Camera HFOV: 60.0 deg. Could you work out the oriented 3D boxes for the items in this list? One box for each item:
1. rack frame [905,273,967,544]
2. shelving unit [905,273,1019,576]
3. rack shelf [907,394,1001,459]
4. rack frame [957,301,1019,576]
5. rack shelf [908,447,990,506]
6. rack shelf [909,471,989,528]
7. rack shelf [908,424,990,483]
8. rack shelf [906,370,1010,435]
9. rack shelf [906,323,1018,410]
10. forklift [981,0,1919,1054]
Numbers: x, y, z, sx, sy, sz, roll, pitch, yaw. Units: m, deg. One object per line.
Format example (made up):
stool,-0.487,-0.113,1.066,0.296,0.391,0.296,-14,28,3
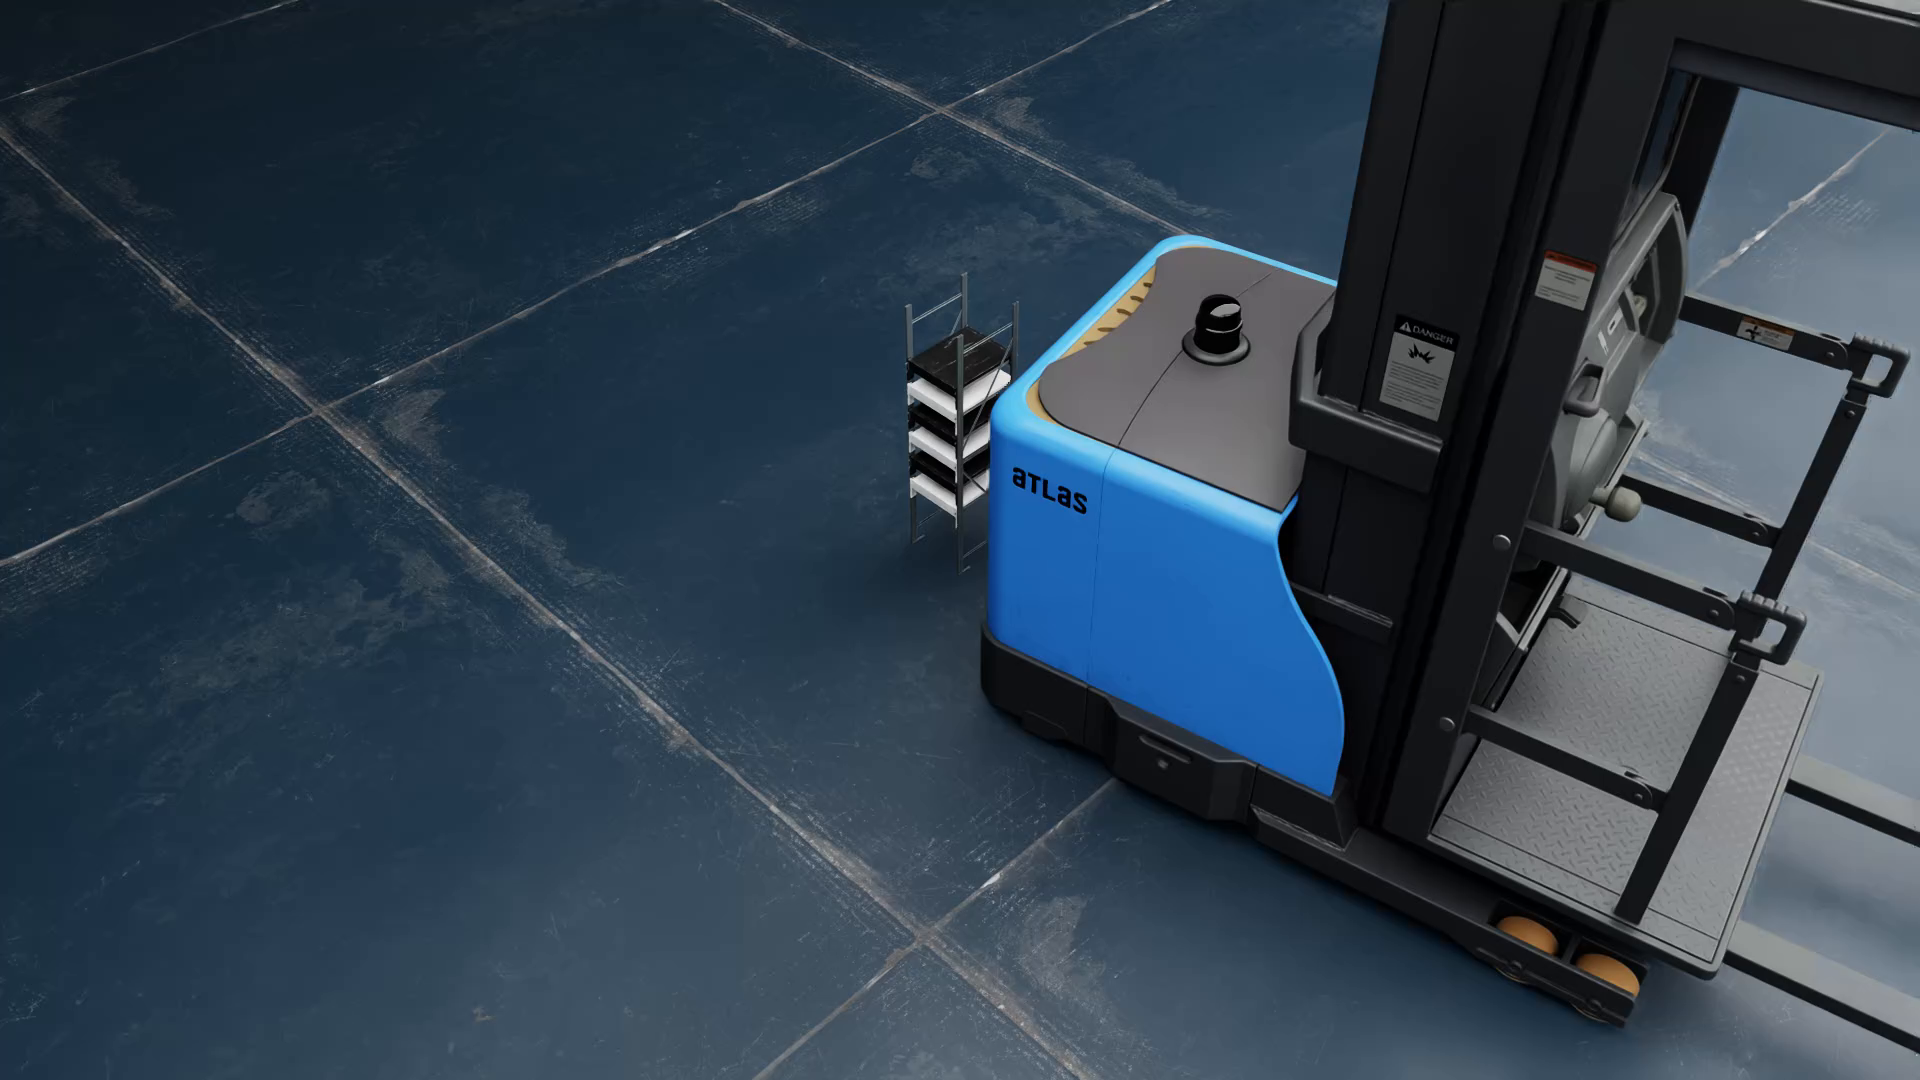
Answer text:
rack frame,-0.066,-0.375,4.993,0.240,0.900,0.006,-34,53,-31
shelving unit,0.006,-0.327,4.940,0.258,0.900,0.210,-34,53,-31
rack shelf,0.006,-0.368,4.902,0.258,0.077,0.200,-34,53,-31
rack frame,0.078,-0.278,4.888,0.240,0.900,0.006,-34,53,-31
rack shelf,0.006,-0.236,5.024,0.258,0.077,0.200,-34,53,-31
rack shelf,0.006,-0.170,5.085,0.258,0.077,0.200,-34,53,-31
rack shelf,0.006,-0.302,4.963,0.258,0.077,0.200,-34,53,-31
rack shelf,0.006,-0.434,4.841,0.258,0.077,0.200,-34,53,-31
rack shelf,0.006,-0.500,4.780,0.258,0.077,0.200,-34,53,-31
forklift,1.572,-0.336,3.454,3.031,2.935,1.130,24,48,24
